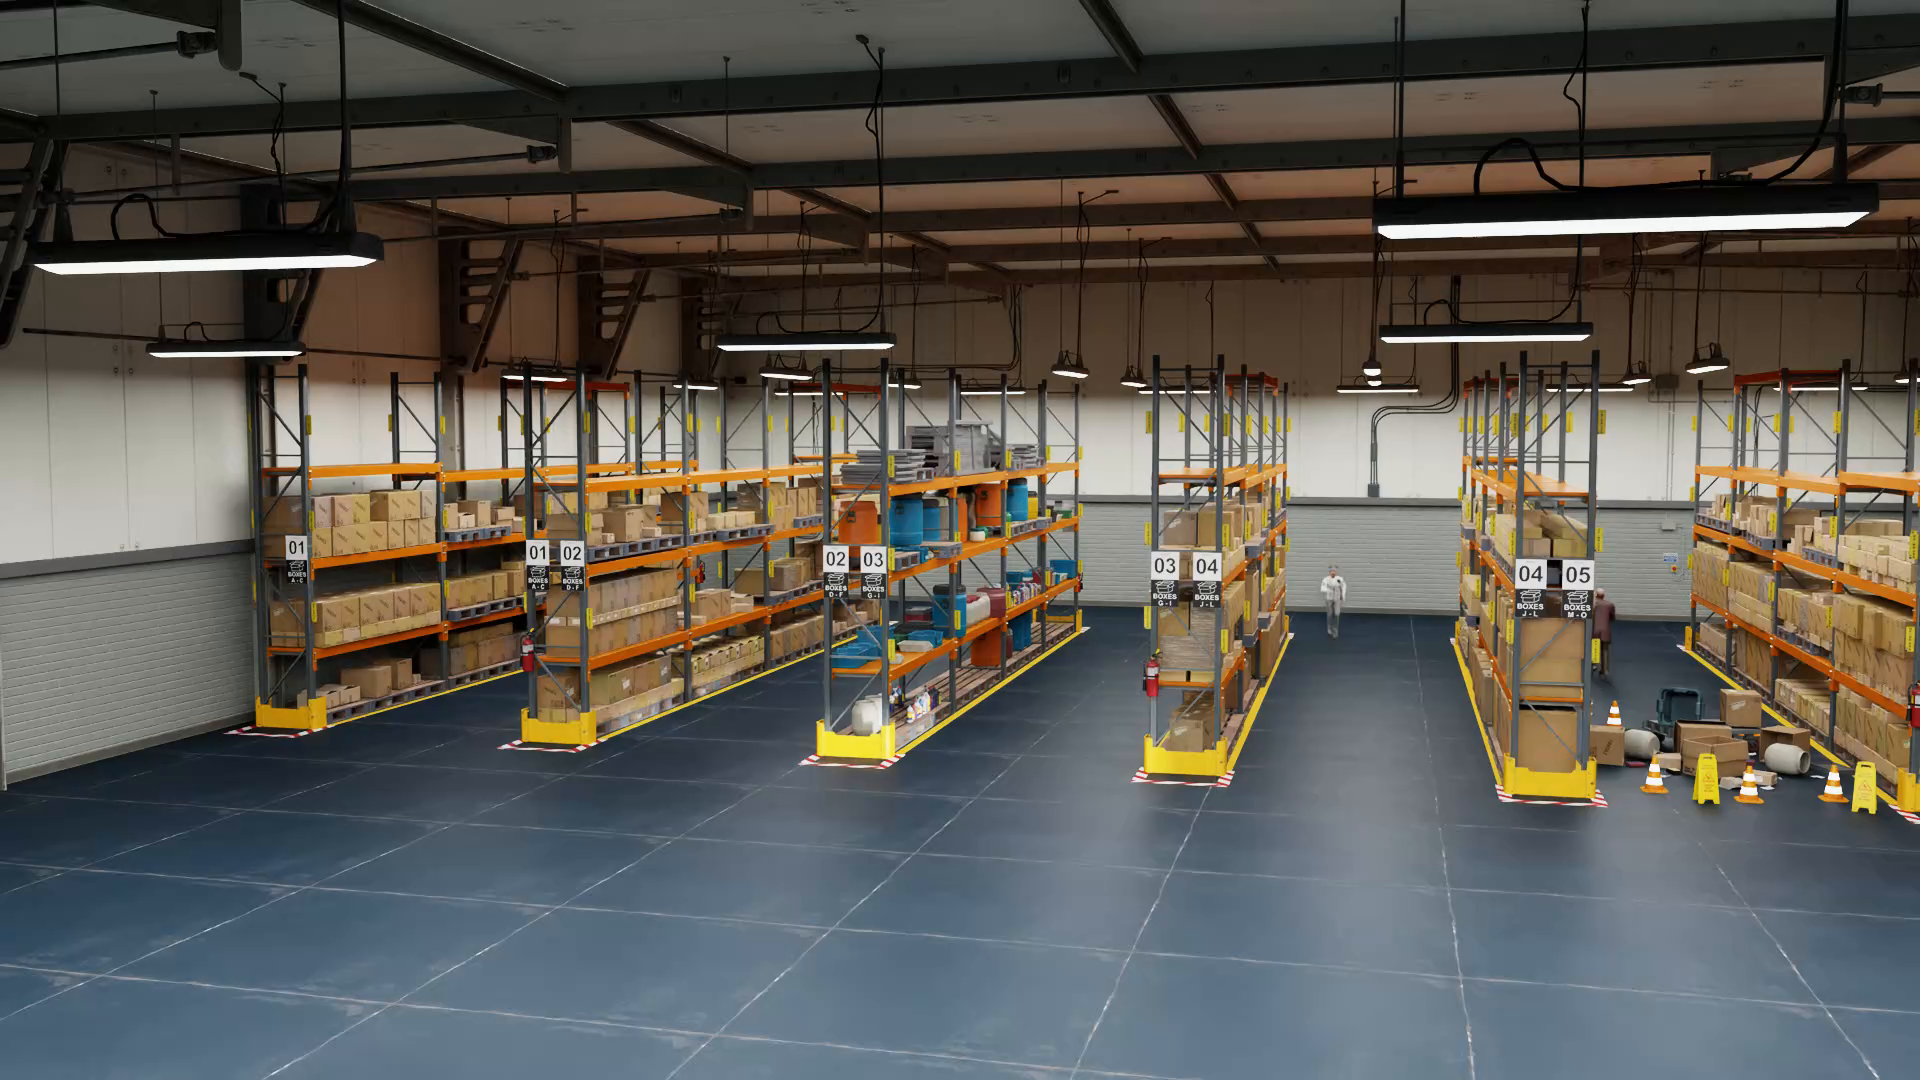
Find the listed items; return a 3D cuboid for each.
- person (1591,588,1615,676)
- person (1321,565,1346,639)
[{"bbox_3d":[12.734,1.841,33.072,0.625,1.734,1.055,1,4,11],"label":"person"},{"bbox_3d":[8.811,1.458,39.251,0.588,1.733,0.831,1,4,11],"label":"person"}]
